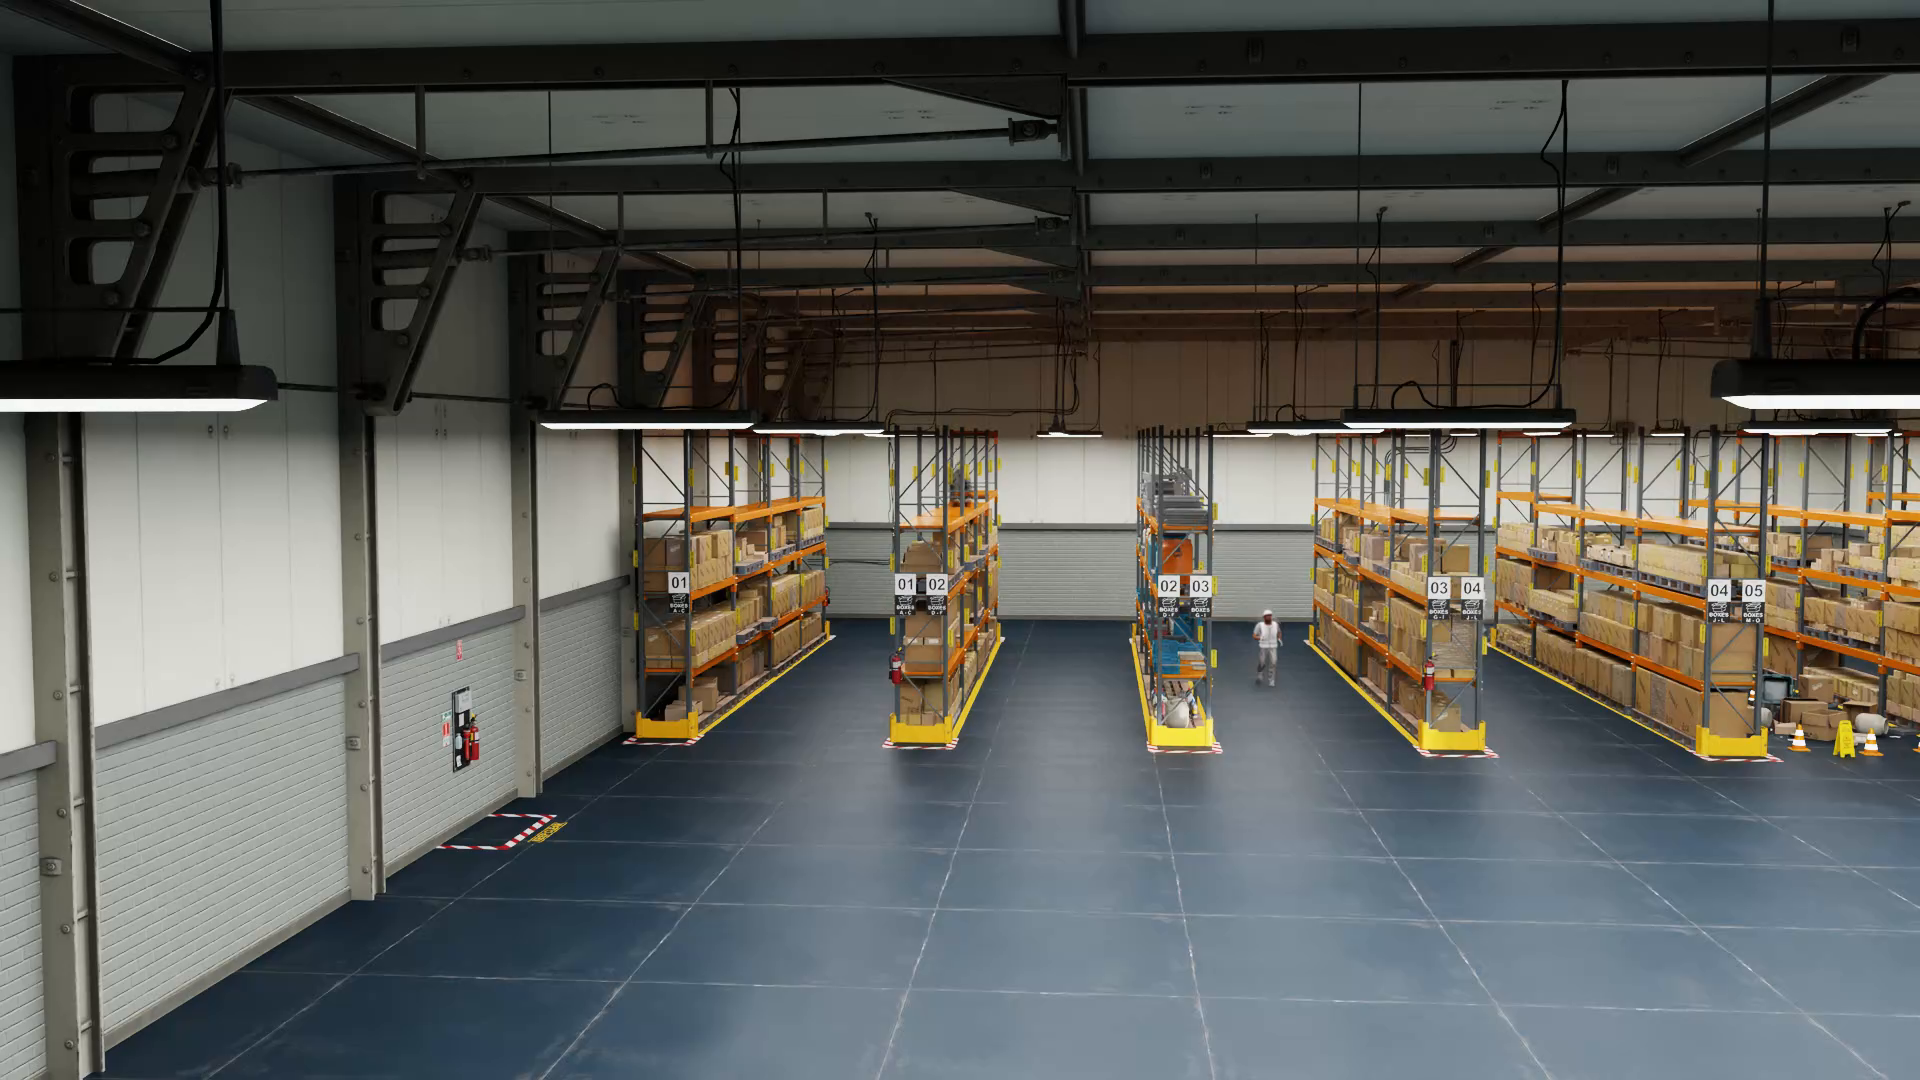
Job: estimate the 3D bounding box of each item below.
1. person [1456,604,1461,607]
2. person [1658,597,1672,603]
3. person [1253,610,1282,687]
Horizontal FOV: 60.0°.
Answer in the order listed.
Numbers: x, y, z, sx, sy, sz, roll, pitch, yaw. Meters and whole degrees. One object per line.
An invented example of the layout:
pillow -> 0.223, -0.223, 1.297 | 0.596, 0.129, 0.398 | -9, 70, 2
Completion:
person -> 14.224, 2.019, 47.012 | 0.954, 1.784, 0.751 | -1, 4, -14
person -> 19.895, 2.040, 46.882 | 0.627, 1.741, 0.656 | 0, 3, -4
person -> 7.181, 2.513, 38.791 | 0.701, 1.758, 0.892 | 0, 3, -3
